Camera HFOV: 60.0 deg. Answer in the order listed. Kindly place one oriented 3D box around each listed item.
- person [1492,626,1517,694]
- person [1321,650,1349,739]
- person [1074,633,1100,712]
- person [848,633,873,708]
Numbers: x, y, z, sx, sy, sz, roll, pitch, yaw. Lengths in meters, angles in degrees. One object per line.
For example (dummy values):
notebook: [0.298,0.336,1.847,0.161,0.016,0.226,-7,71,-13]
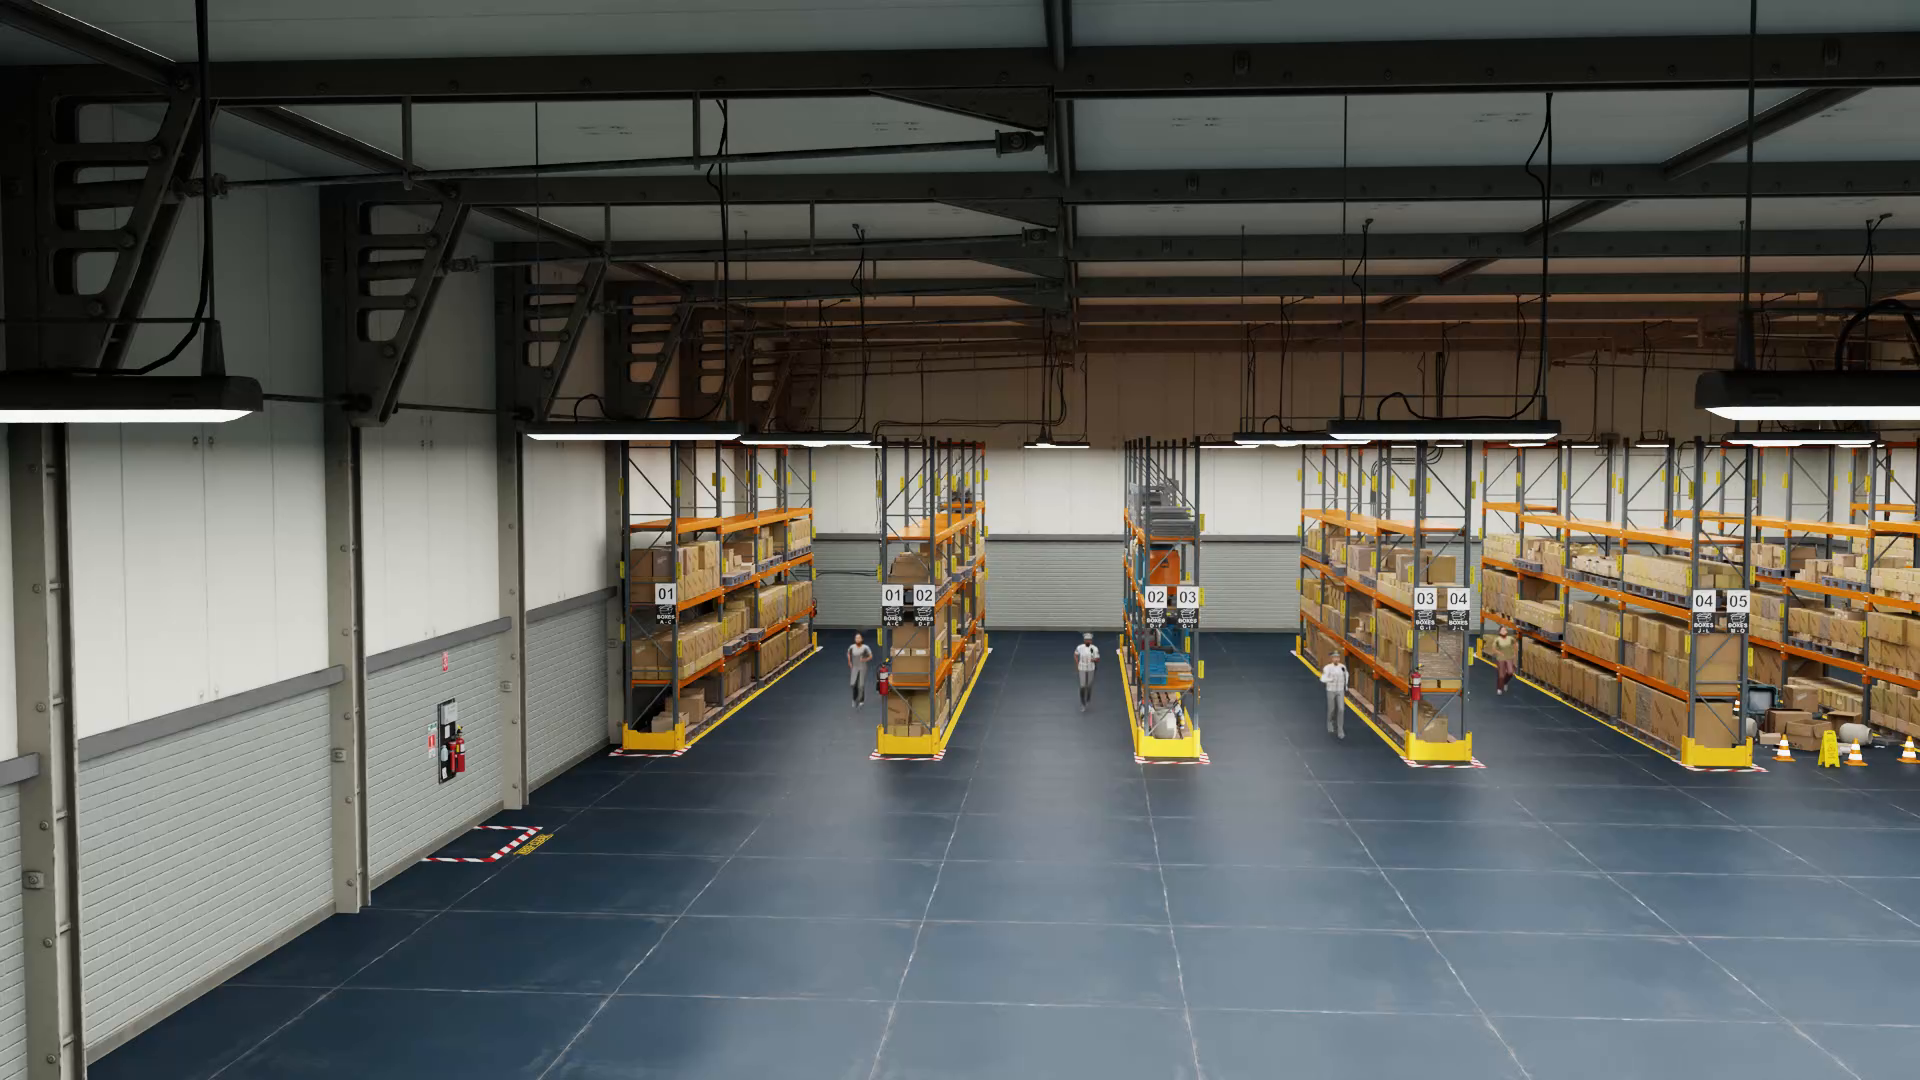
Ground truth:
person: [12.771,2.817,38.973,0.596,1.622,0.716,0,3,9]
person: [7.540,3.073,33.403,0.602,1.733,0.812,0,3,2]
person: [2.810,2.922,36.734,0.556,1.758,0.748,0,3,0]
person: [-2.238,2.908,37.057,0.602,1.669,0.612,0,3,7]
